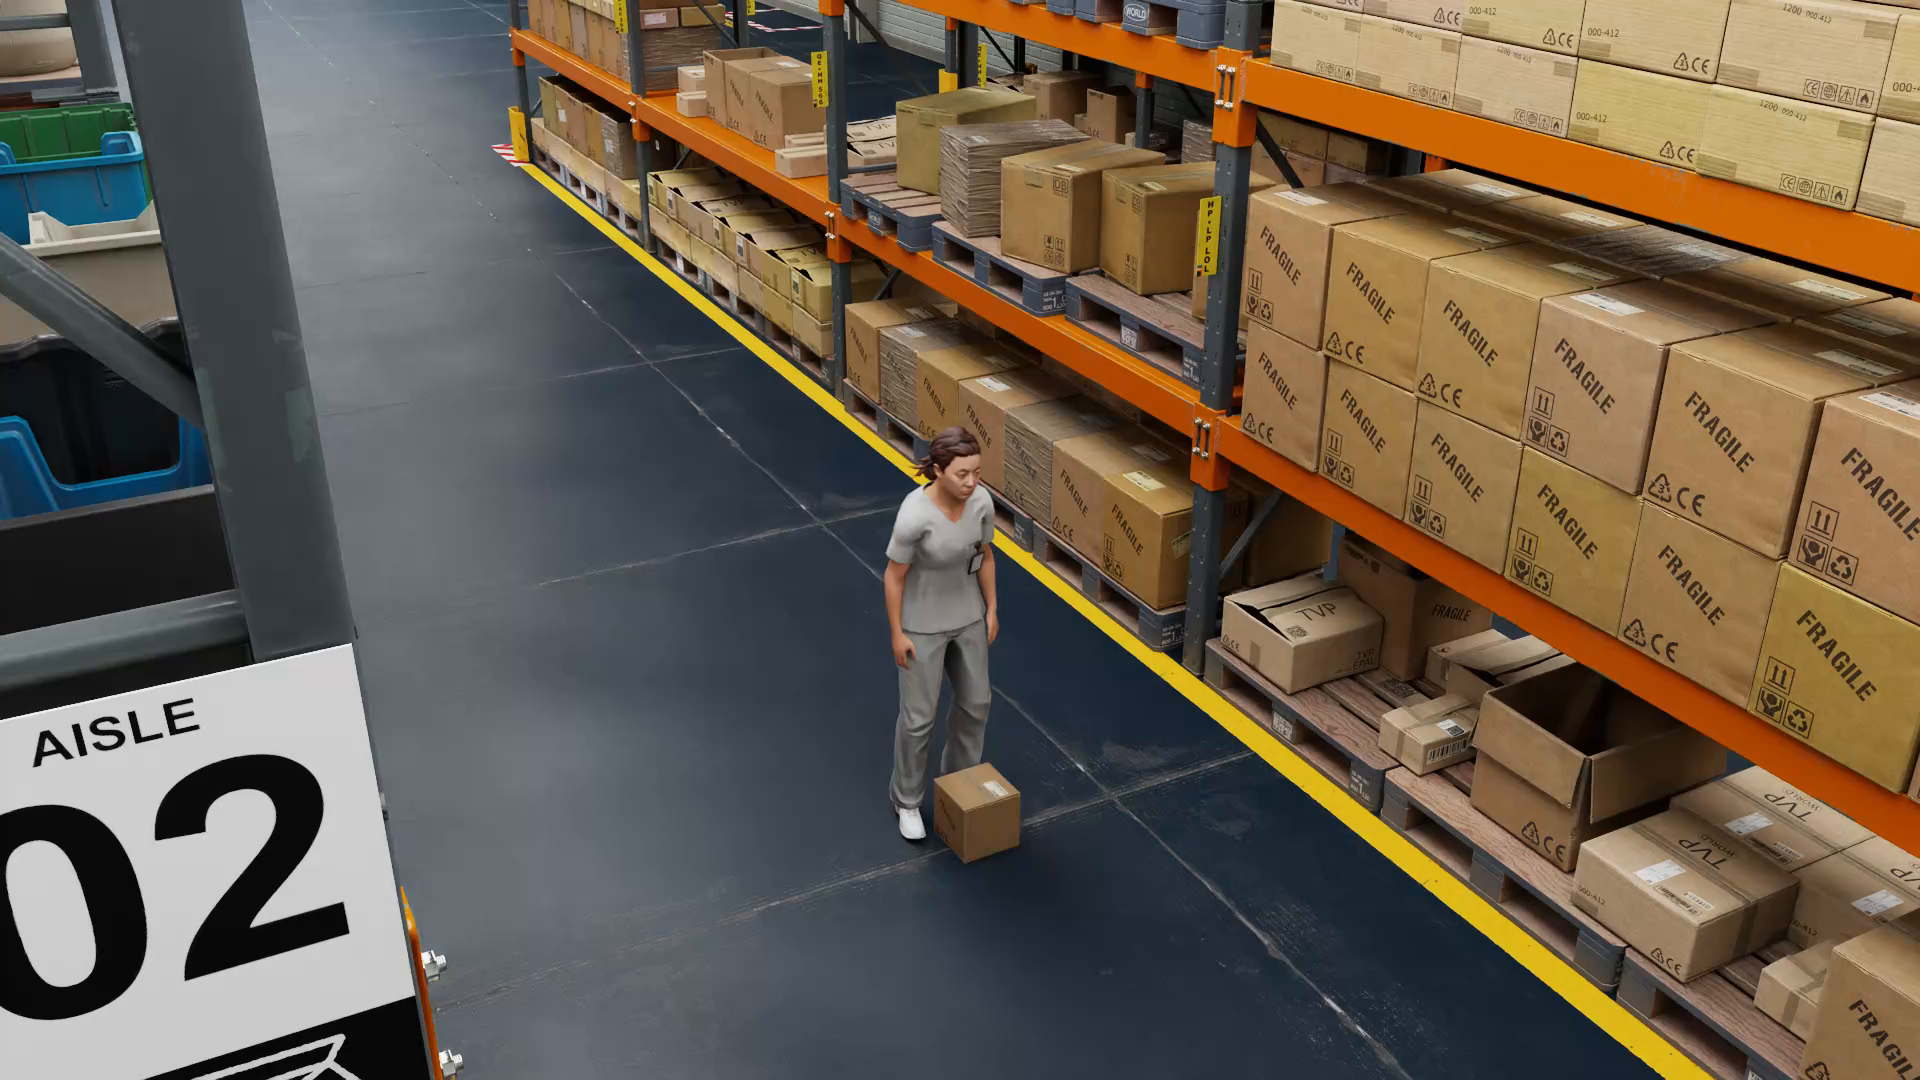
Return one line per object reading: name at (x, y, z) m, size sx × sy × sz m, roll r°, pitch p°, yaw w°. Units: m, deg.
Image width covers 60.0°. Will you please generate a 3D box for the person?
person at (-0.063, 0.337, 6.418) m, size 0.498 × 1.665 × 0.358 m, roll -14°, pitch 29°, yaw -27°
